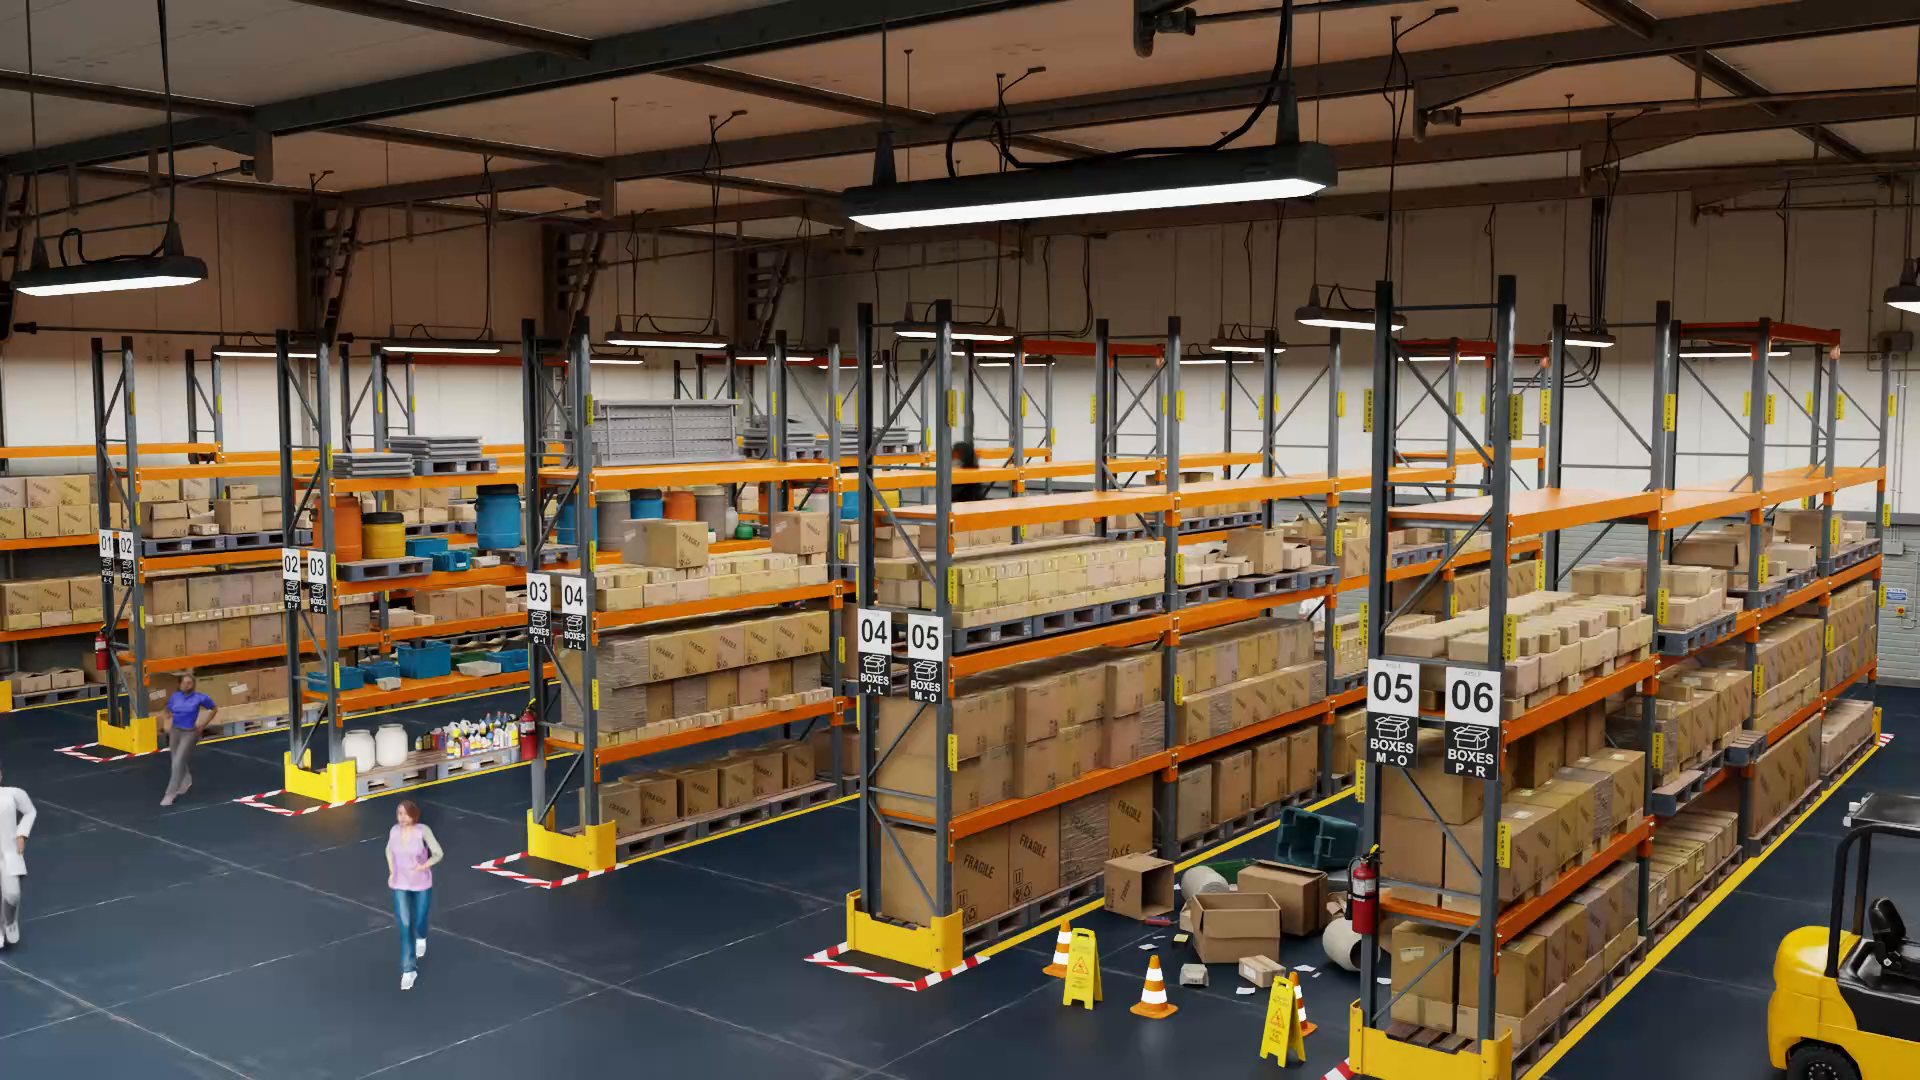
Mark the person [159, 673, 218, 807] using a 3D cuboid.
[{"bbox_3d":[-9.829,2.526,21.169,0.613,1.664,0.727,1,5,8],"label":"person"}]

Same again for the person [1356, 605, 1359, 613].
[{"bbox_3d":[6.703,1.933,27.586,0.616,1.751,0.691,4,7,42],"label":"person"}]

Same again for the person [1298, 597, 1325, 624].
[{"bbox_3d":[6.569,1.656,30.508,0.708,1.765,0.758,0,5,-5],"label":"person"}]

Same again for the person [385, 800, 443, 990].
[{"bbox_3d":[-4.854,3.089,14.788,0.528,1.604,0.802,-1,5,-7],"label":"person"}]

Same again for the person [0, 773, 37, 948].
[{"bbox_3d":[-8.943,2.946,15.425,0.698,1.733,0.634,-3,6,-30],"label":"person"}]
